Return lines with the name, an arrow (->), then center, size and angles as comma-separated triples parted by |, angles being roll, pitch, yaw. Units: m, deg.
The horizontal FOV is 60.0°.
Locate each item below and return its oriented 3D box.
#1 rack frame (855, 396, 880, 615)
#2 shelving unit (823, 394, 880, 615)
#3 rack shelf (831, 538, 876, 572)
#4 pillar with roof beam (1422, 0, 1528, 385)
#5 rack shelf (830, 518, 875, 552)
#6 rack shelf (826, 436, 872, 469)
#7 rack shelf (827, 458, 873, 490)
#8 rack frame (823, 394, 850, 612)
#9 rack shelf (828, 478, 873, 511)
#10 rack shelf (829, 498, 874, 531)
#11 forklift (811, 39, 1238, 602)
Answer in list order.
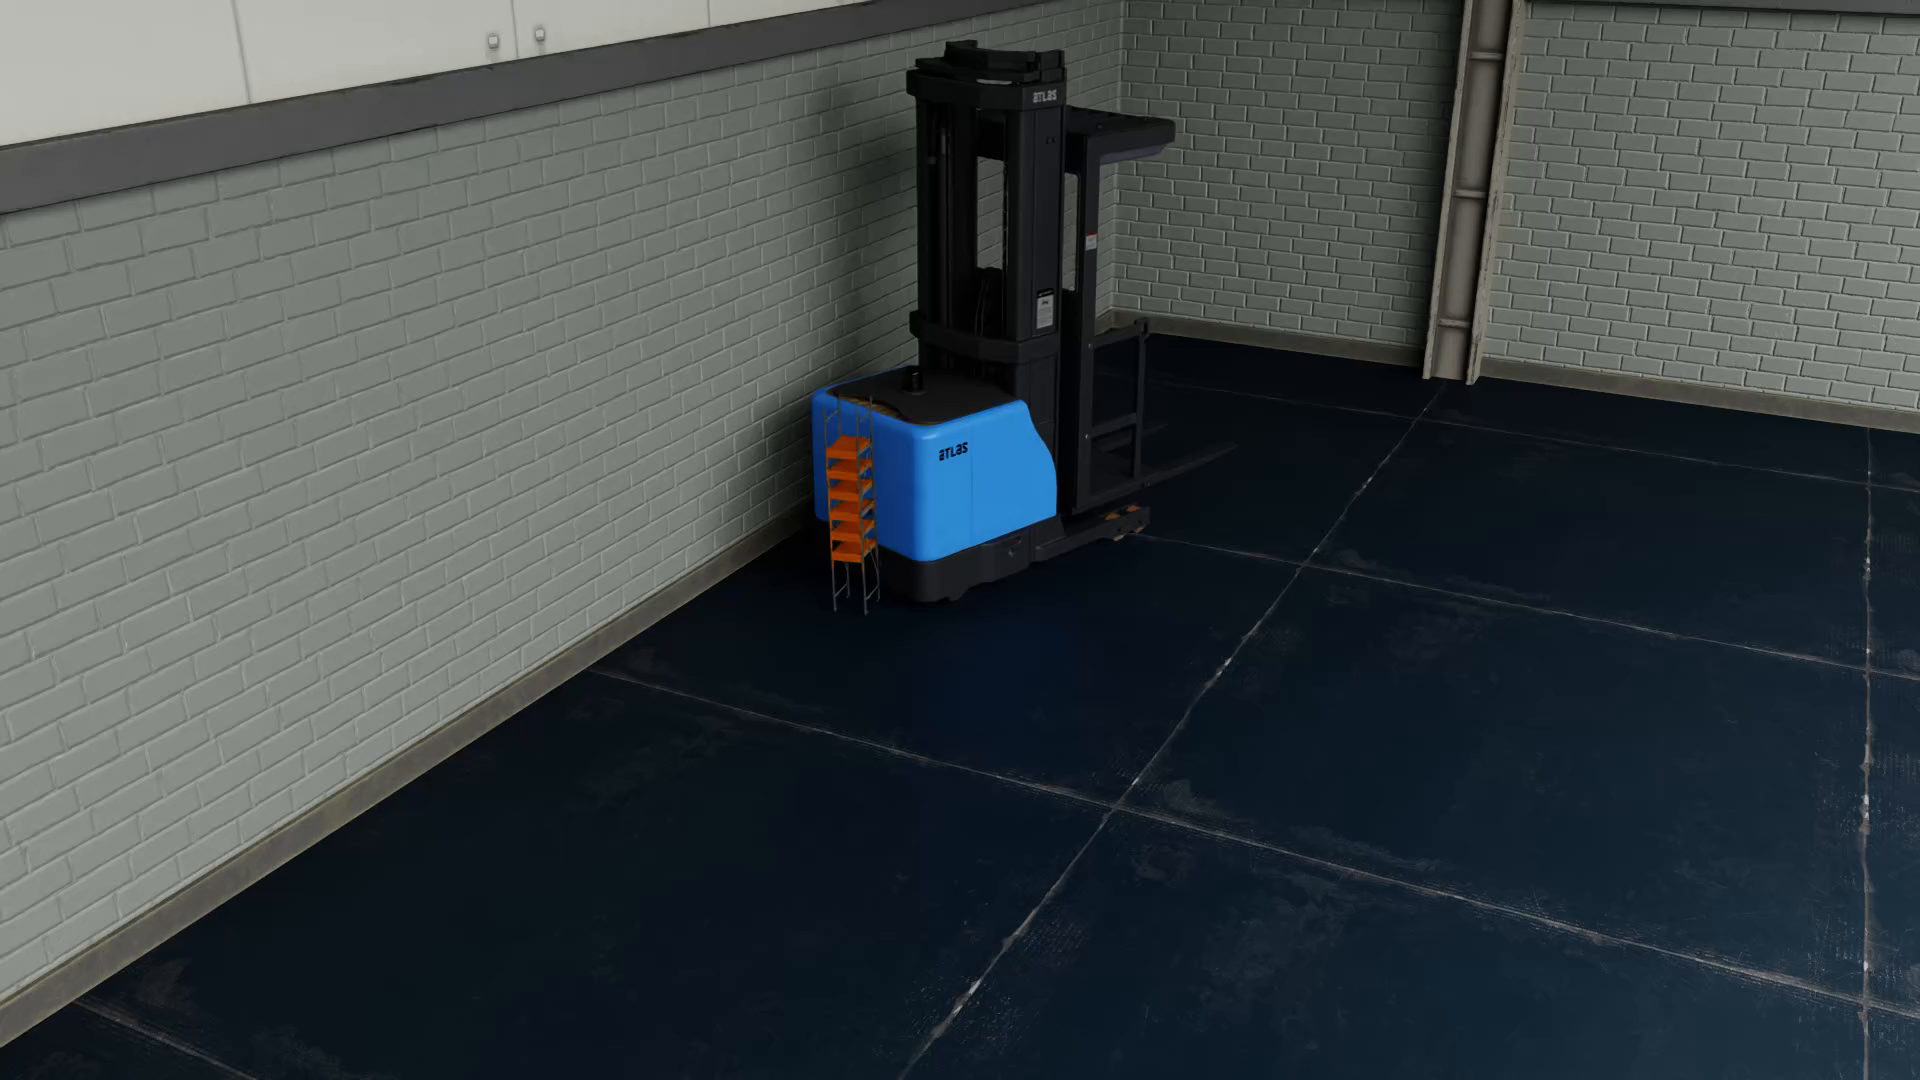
rack frame -> -0.505, -0.180, 9.130 | 0.006, 1.200, 0.240 | 6, 23, 16
shelving unit -> -0.593, -0.189, 9.156 | 0.189, 1.200, 0.258 | 6, 23, 16
rack shelf -> -0.587, 0.074, 9.265 | 0.180, 0.103, 0.258 | 6, 23, 16
pillar with roof beam -> 1.994, -3.950, 8.039 | 0.400, 9.000, 9.100 | 11, 25, 25
rack shelf -> -0.590, -0.037, 9.219 | 0.180, 0.103, 0.258 | 6, 23, 16
rack shelf -> -0.599, -0.481, 9.035 | 0.180, 0.103, 0.258 | 6, 23, 16
rack shelf -> -0.597, -0.370, 9.081 | 0.180, 0.103, 0.258 | 6, 23, 16
rack frame -> -0.680, -0.198, 9.181 | 0.006, 1.200, 0.240 | 6, 23, 16
rack shelf -> -0.594, -0.259, 9.127 | 0.180, 0.103, 0.258 | 6, 23, 16
rack shelf -> -0.592, -0.148, 9.173 | 0.180, 0.103, 0.258 | 6, 23, 16
forklift -> 0.546, -1.476, 9.974 | 3.031, 2.935, 1.130 | -20, 30, -39
